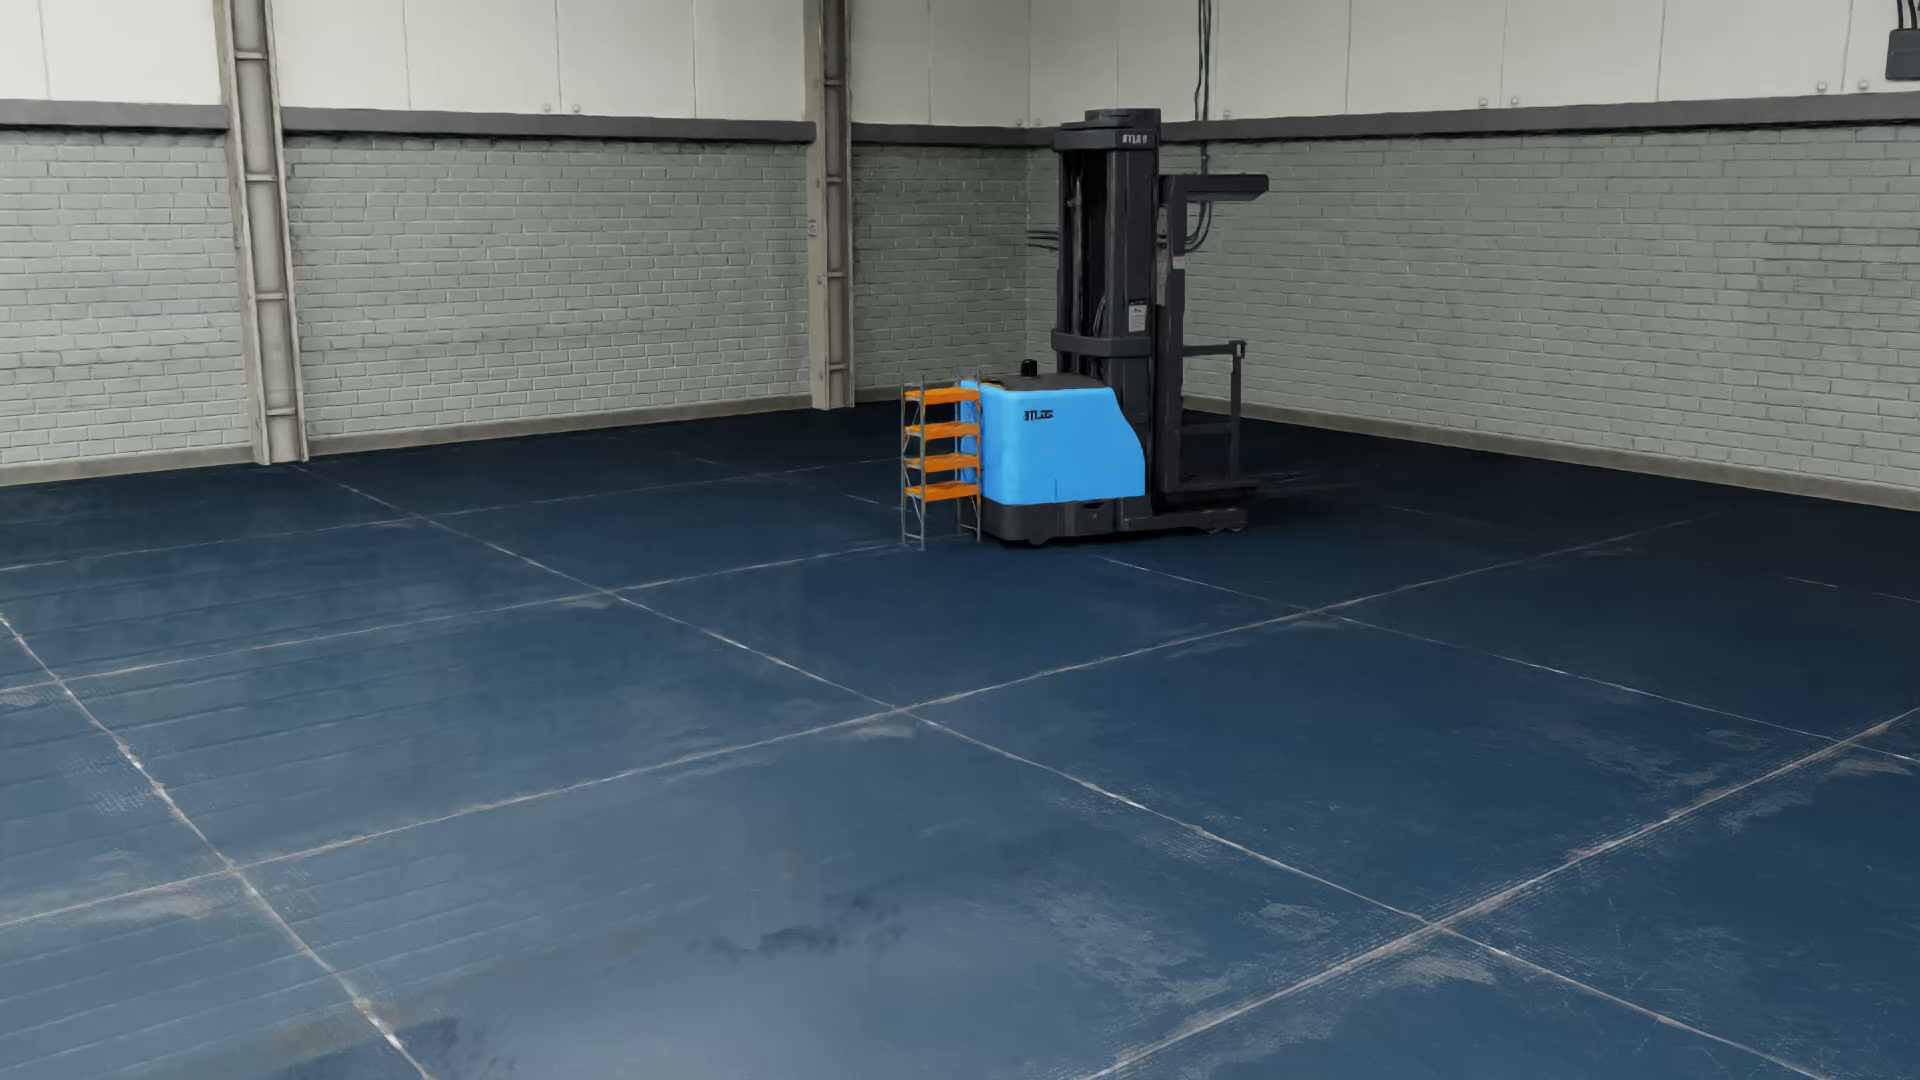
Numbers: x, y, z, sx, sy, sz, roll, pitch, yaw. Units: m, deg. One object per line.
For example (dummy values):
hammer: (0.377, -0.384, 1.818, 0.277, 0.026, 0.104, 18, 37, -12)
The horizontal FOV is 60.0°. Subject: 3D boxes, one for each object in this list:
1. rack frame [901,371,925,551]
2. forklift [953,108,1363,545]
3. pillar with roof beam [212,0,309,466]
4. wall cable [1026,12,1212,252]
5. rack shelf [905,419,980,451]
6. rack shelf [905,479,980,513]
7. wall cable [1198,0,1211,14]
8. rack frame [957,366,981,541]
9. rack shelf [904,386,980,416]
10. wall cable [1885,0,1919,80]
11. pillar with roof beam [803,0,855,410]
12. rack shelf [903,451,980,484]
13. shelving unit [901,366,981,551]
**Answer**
rack frame: (-0.320, -0.534, 11.254, 0.015, 1.200, 0.240, -9, 15, -38)
forklift: (1.513, -1.573, 11.983, 3.031, 2.935, 1.130, -5, 13, -22)
pillar with roof beam: (-3.420, -4.413, 10.746, 0.400, 9.000, 9.100, -9, 15, -38)
wall cable: (1.702, -4.539, 18.814, 0.112, 2.526, 3.097, -9, 15, -38)
rack shelf: (-0.129, -0.718, 11.370, 0.480, 0.148, 0.258, -9, 15, -38)
rack shelf: (-0.129, -0.305, 11.458, 0.480, 0.148, 0.258, -9, 15, -38)
wall cable: (3.392, -6.570, 16.223, 0.112, 2.526, 3.097, -9, 15, -38)
rack frame: (0.061, -0.597, 11.552, 0.015, 1.200, 0.240, -9, 15, -38)
rack shelf: (-0.129, -0.950, 11.321, 0.480, 0.148, 0.258, -9, 15, -38)
wall cable: (7.621, -6.179, 10.877, 0.169, 6.003, 2.305, -9, 15, -38)
pillar with roof beam: (1.265, -5.191, 14.413, 0.400, 9.000, 9.100, -9, 15, -38)
rack shelf: (-0.129, -0.500, 11.417, 0.480, 0.148, 0.258, -9, 15, -38)
shelving unit: (-0.129, -0.565, 11.403, 0.503, 1.200, 0.258, -9, 15, -38)
